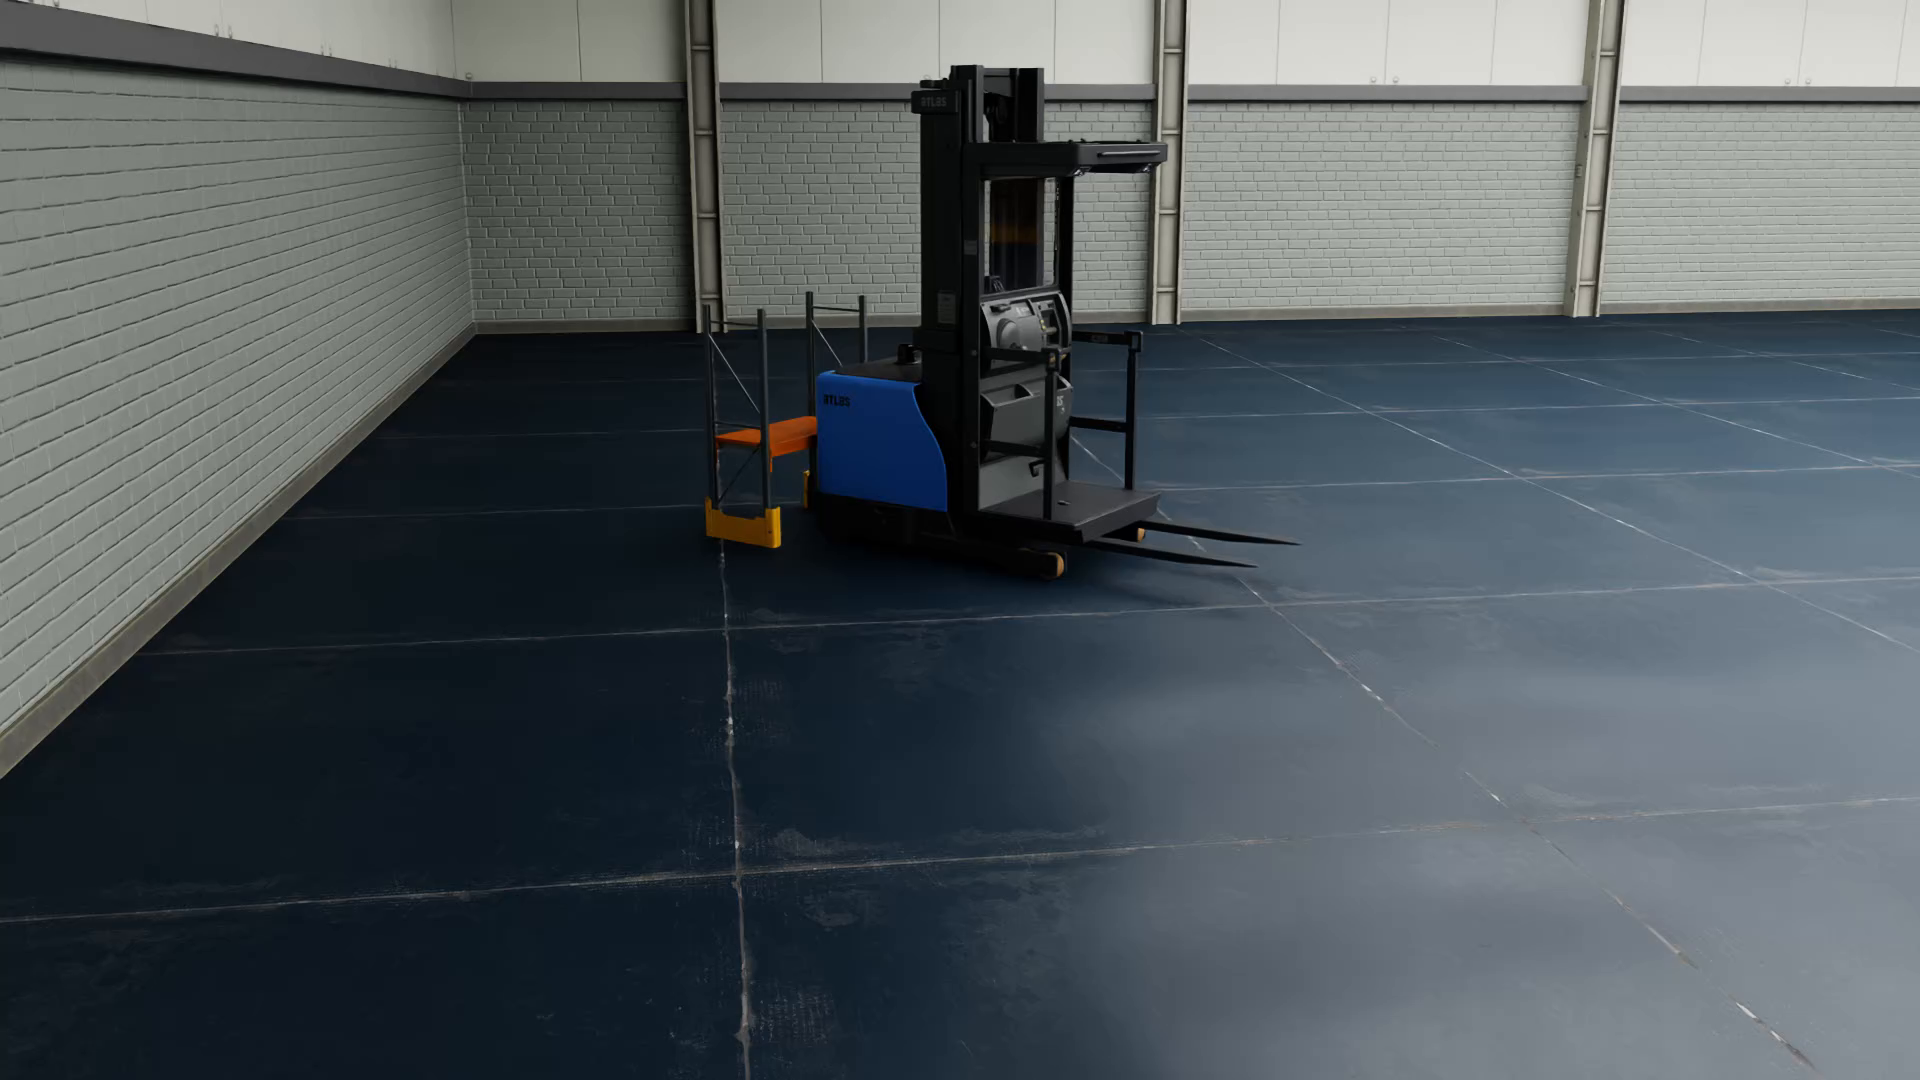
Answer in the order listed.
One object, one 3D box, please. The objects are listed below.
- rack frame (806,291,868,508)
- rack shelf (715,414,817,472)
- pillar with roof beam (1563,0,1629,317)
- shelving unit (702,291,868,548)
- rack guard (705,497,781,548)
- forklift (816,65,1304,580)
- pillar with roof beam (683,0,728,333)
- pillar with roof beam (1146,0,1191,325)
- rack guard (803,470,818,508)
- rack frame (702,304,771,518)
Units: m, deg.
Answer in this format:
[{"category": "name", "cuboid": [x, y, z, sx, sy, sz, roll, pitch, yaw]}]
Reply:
[{"category": "rack frame", "cuboid": [-0.833, -0.925, 11.329, 0.500, 1.500, 0.032, 9, 17, 33]}, {"category": "rack shelf", "cuboid": [-1.120, -0.649, 10.965, 0.538, 0.185, 1.000, 9, 17, 33]}, {"category": "pillar with roof beam", "cuboid": [9.304, -6.462, 17.989, 0.400, 9.000, 9.100, -2, 14, -8]}, {"category": "shelving unit", "cuboid": [-1.115, -0.825, 10.929, 0.587, 1.500, 1.083, 9, 17, 33]}, {"category": "rack guard", "cuboid": [-1.396, -0.119, 10.682, 0.587, 0.250, 0.087, 9, 17, 33]}, {"category": "forklift", "cuboid": [0.577, -1.332, 10.009, 3.031, 2.935, 1.130, 9, 17, 33]}, {"category": "pillar with roof beam", "cuboid": [-2.562, -6.027, 16.255, 0.400, 9.000, 9.100, -2, 14, -8]}, {"category": "pillar with roof beam", "cuboid": [3.371, -6.244, 17.122, 0.400, 9.000, 9.100, -2, 14, -8]}, {"category": "rack guard", "cuboid": [-0.834, -0.319, 11.480, 0.587, 0.250, 0.087, 9, 17, 33]}, {"category": "rack frame", "cuboid": [-1.407, -0.721, 10.515, 0.500, 1.500, 0.032, 9, 17, 33]}]
